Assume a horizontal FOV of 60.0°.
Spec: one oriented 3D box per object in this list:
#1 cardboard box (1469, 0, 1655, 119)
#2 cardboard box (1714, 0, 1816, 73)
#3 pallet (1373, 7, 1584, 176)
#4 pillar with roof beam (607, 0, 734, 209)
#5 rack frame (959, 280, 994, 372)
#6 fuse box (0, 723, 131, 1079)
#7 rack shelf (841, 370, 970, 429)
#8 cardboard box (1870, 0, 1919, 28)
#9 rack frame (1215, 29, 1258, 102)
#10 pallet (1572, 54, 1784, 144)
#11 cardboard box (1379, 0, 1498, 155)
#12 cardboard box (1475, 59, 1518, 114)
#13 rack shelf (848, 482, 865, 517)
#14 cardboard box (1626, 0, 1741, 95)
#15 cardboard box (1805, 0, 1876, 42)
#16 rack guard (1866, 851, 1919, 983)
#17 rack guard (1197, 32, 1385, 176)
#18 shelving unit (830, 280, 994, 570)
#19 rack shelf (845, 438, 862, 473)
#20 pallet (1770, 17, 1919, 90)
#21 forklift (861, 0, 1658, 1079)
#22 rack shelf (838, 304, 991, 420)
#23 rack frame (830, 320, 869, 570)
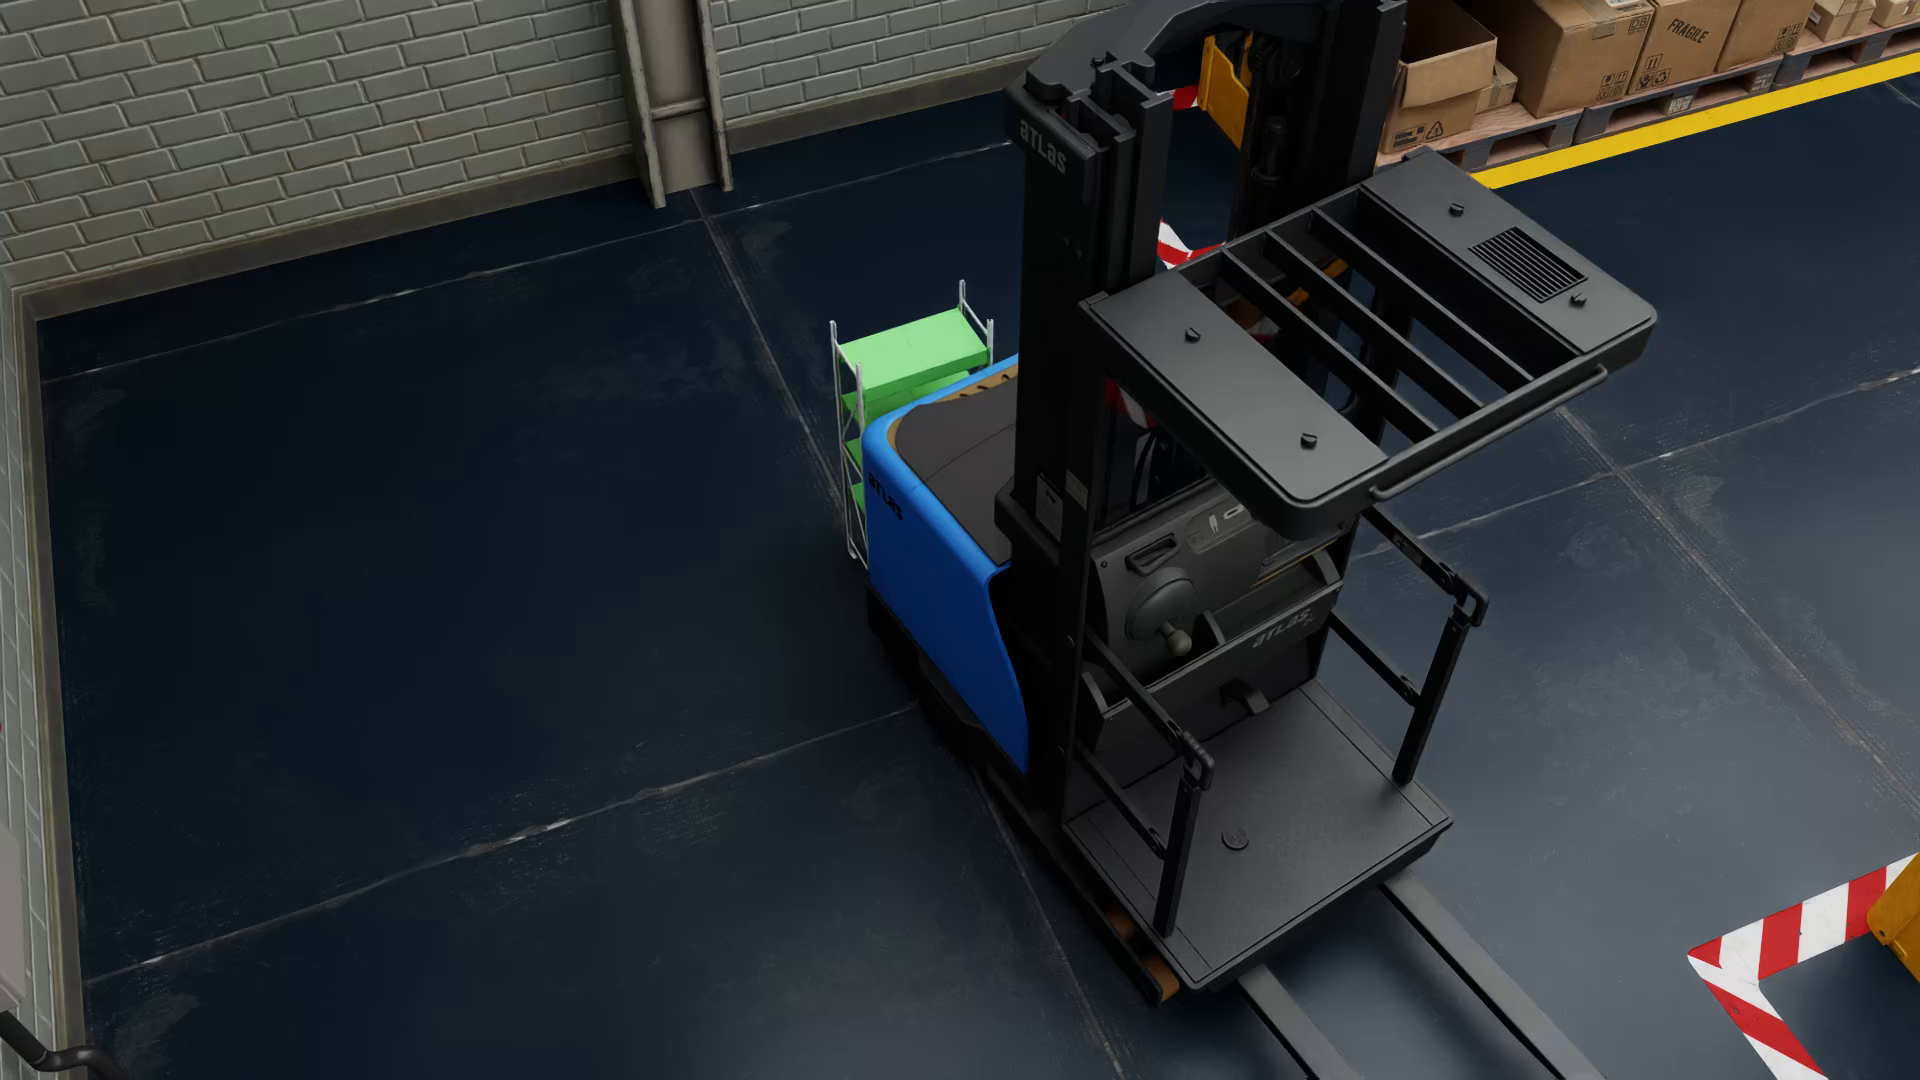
[{"bbox_3d":[2.910,-2.515,8.144,0.500,0.500,0.700,-15,51,-13],"label":"cardboard box"},{"bbox_3d":[3.871,-2.812,8.400,0.500,0.500,0.700,-19,52,-16],"label":"cardboard box"},{"bbox_3d":[2.310,-2.208,8.348,1.213,0.211,1.003,-17,52,-14],"label":"pallet"},{"bbox_3d":[0.293,-1.656,2.081,0.400,9.000,9.100,-17,52,-14],"label":"pillar with roof beam"},{"bbox_3d":[0.056,-0.431,6.170,0.015,1.200,0.240,-20,52,-16],"label":"rack frame"},{"bbox_3d":[-2.488,1.156,4.470,0.414,1.711,0.539,-17,52,-14],"label":"fuse box"},{"bbox_3d":[-0.164,-0.466,5.968,0.480,0.148,0.258,-20,52,-16],"label":"rack shelf"},{"bbox_3d":[4.800,-2.855,8.667,0.250,0.149,0.380,-19,52,-15],"label":"cardboard box"},{"bbox_3d":[1.502,-2.865,7.074,0.127,3.000,1.000,-17,52,-14],"label":"rack frame"},{"bbox_3d":[3.438,-2.555,8.646,1.213,0.211,1.003,-17,52,-14],"label":"pallet"},{"bbox_3d":[2.104,-2.298,7.956,0.637,0.503,0.797,-19,52,-16],"label":"cardboard box"},{"bbox_3d":[2.512,-2.277,8.171,0.250,0.149,0.380,-19,52,-16],"label":"cardboard box"},{"bbox_3d":[-0.164,-0.153,6.332,0.480,0.148,0.258,-20,52,-16],"label":"rack shelf"},{"bbox_3d":[3.437,-2.596,8.214,0.500,0.500,0.500,-16,51,-14],"label":"cardboard box"},{"bbox_3d":[4.470,-2.790,8.535,0.258,0.266,0.396,-16,51,-13],"label":"cardboard box"},{"bbox_3d":[3.360,1.441,5.024,0.348,0.500,1.175,-17,52,-14],"label":"rack guard"},{"bbox_3d":[1.572,-2.073,8.041,0.348,0.500,1.175,-17,52,-14],"label":"rack guard"},{"bbox_3d":[-0.164,-0.351,6.101,0.503,1.200,0.258,-20,52,-16],"label":"shelving unit"},{"bbox_3d":[-0.164,-0.309,6.150,0.480,0.148,0.258,-20,52,-16],"label":"rack shelf"},{"bbox_3d":[4.569,-2.908,8.949,1.213,0.211,1.003,-17,52,-14],"label":"pallet"},{"bbox_3d":[0.887,0.098,4.574,1.130,2.935,3.031,-27,54,-21],"label":"forklift"},{"bbox_3d":[-0.164,-0.622,5.786,0.480,0.148,0.258,-20,52,-16],"label":"rack shelf"},{"bbox_3d":[-0.384,-0.271,6.033,0.015,1.200,0.240,-20,52,-16],"label":"rack frame"}]
